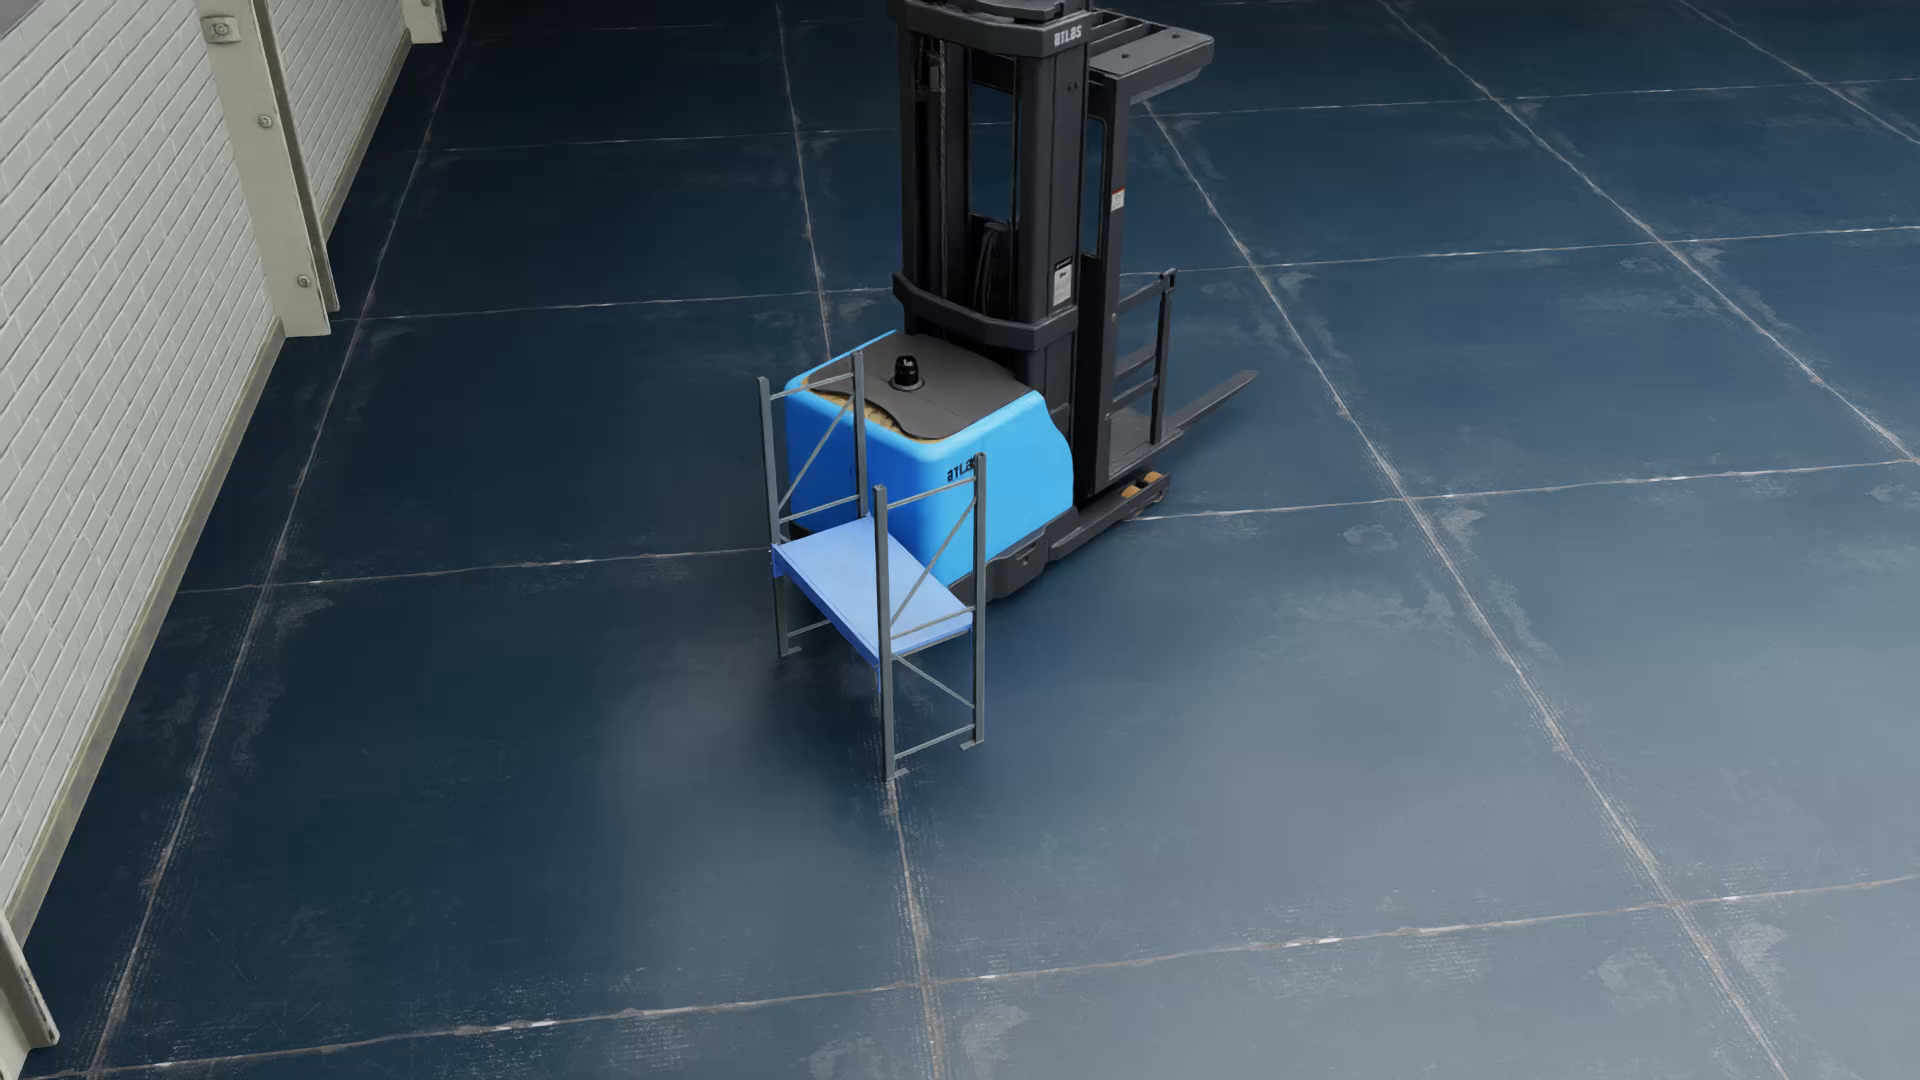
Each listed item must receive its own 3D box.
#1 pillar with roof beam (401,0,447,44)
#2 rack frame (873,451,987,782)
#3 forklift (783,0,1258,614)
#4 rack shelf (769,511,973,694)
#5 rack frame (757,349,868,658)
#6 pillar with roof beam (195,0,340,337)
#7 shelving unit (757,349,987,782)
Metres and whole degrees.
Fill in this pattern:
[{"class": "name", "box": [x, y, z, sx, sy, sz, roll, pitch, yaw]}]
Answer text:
[{"class": "pillar with roof beam", "box": [-0.772, -8.812, 13.689, 9.100, 9.000, 0.400, -4, 35, -6]}, {"class": "rack frame", "box": [-0.114, 0.348, 6.907, 0.500, 1.500, 0.032, -19, 39, -26]}, {"class": "forklift", "box": [0.497, -1.508, 8.360, 1.130, 2.935, 3.031, 27, 43, 34]}, {"class": "rack shelf", "box": [-0.381, 0.253, 7.366, 0.538, 0.185, 1.000, -19, 39, -26]}, {"class": "rack frame", "box": [-0.648, -0.139, 7.622, 0.500, 1.500, 0.032, -19, 39, -26]}, {"class": "pillar with roof beam", "box": [0.035, -5.463, 8.776, 9.100, 9.000, 0.400, -4, 35, -6]}, {"class": "shelving unit", "box": [-0.381, 0.104, 7.265, 0.538, 1.500, 1.048, -19, 39, -26]}]
